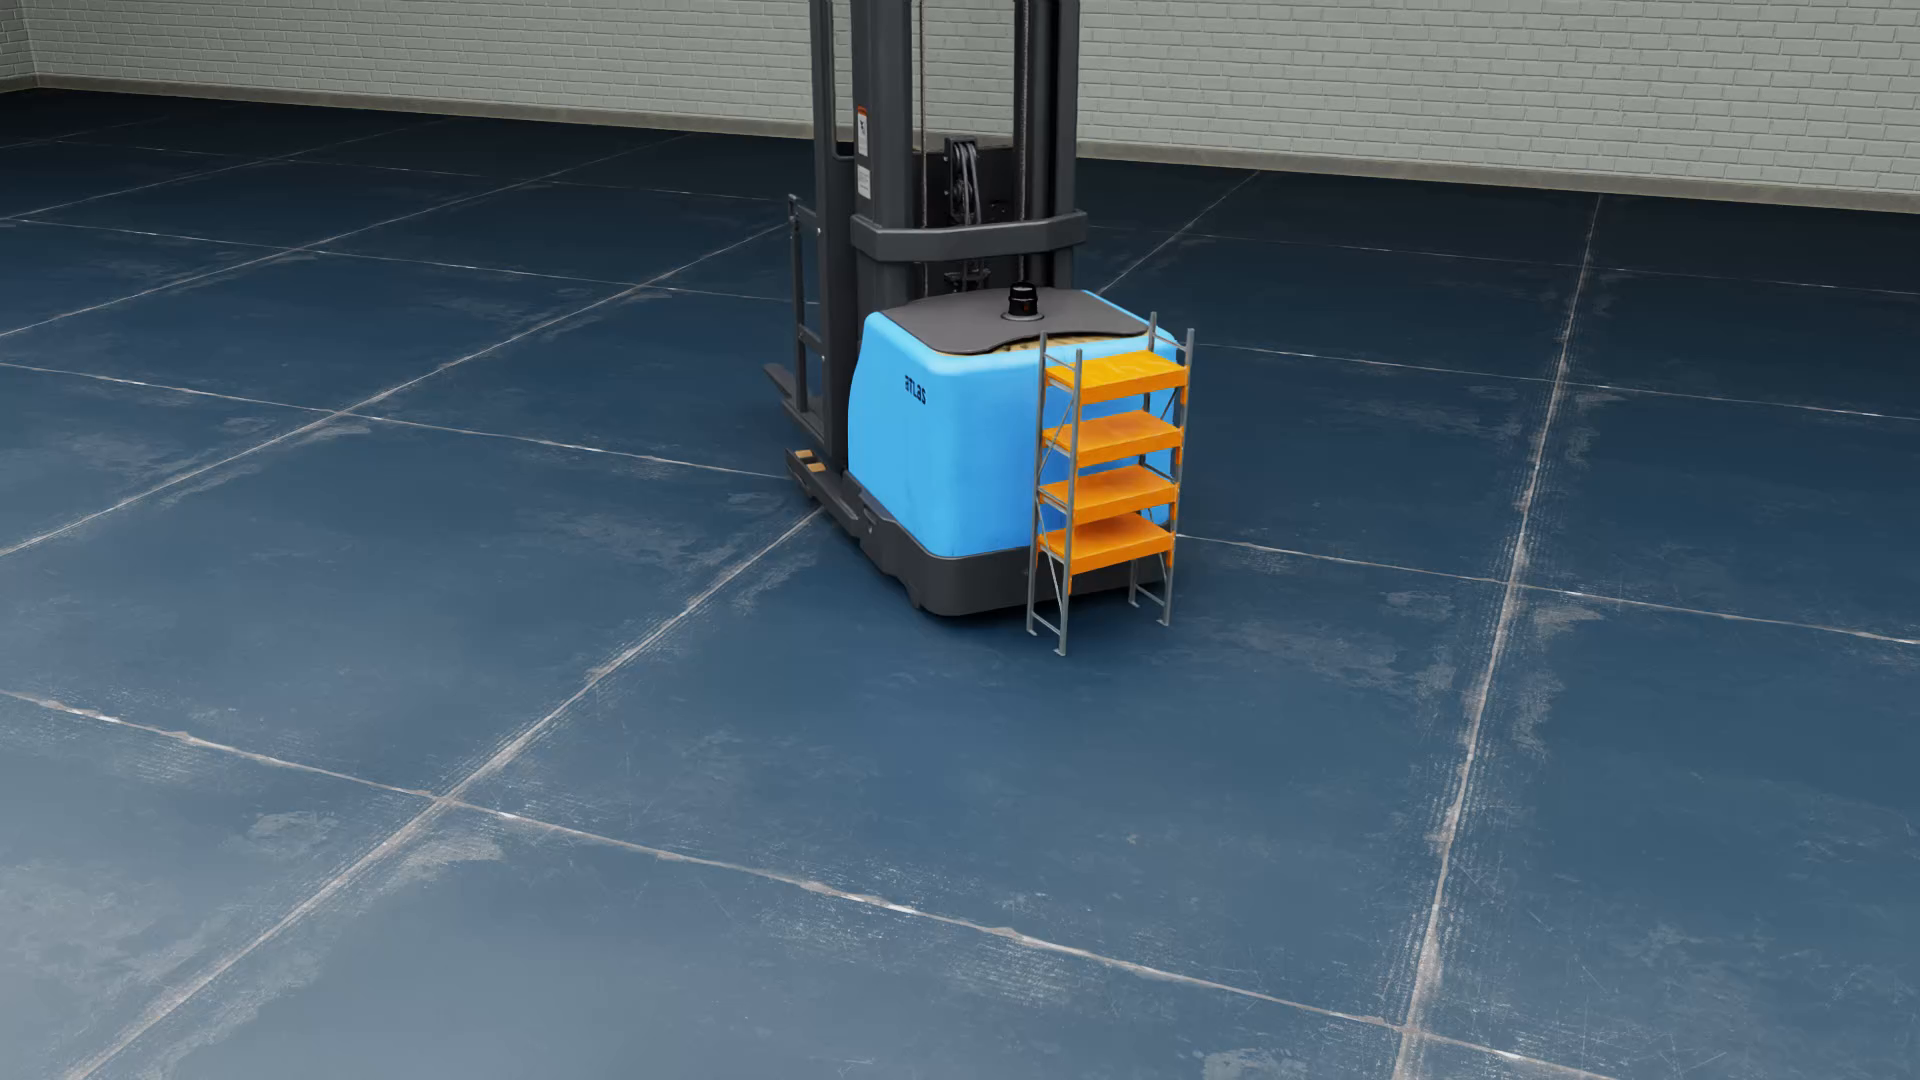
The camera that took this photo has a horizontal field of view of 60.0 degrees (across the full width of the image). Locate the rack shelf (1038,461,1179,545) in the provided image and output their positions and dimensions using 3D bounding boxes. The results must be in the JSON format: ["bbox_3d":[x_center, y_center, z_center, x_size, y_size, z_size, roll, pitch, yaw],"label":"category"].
[{"bbox_3d":[0.545,-0.141,6.190,0.480,0.148,0.258,-13,29,-29],"label":"rack shelf"}]

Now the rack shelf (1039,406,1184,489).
[{"bbox_3d":[0.550,-0.344,6.096,0.480,0.148,0.258,-13,29,-29],"label":"rack shelf"}]

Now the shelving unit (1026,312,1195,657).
[{"bbox_3d":[0.546,-0.202,6.162,0.503,1.200,0.258,-13,29,-29],"label":"shelving unit"}]

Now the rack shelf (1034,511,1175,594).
[{"bbox_3d":[0.540,0.039,6.274,0.480,0.148,0.258,-13,29,-29],"label":"rack shelf"}]

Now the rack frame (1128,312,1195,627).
[{"bbox_3d":[0.754,-0.252,6.280,0.015,1.200,0.240,-13,29,-29],"label":"rack frame"}]

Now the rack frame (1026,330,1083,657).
[{"bbox_3d":[0.339,-0.153,6.044,0.015,1.200,0.240,-13,29,-29],"label":"rack frame"}]

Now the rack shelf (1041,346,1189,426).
[{"bbox_3d":[0.556,-0.558,5.996,0.480,0.148,0.258,-13,29,-29],"label":"rack shelf"}]

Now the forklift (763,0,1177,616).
[{"bbox_3d":[-0.176,-1.599,7.274,1.130,2.935,3.031,-9,24,-20],"label":"forklift"}]
